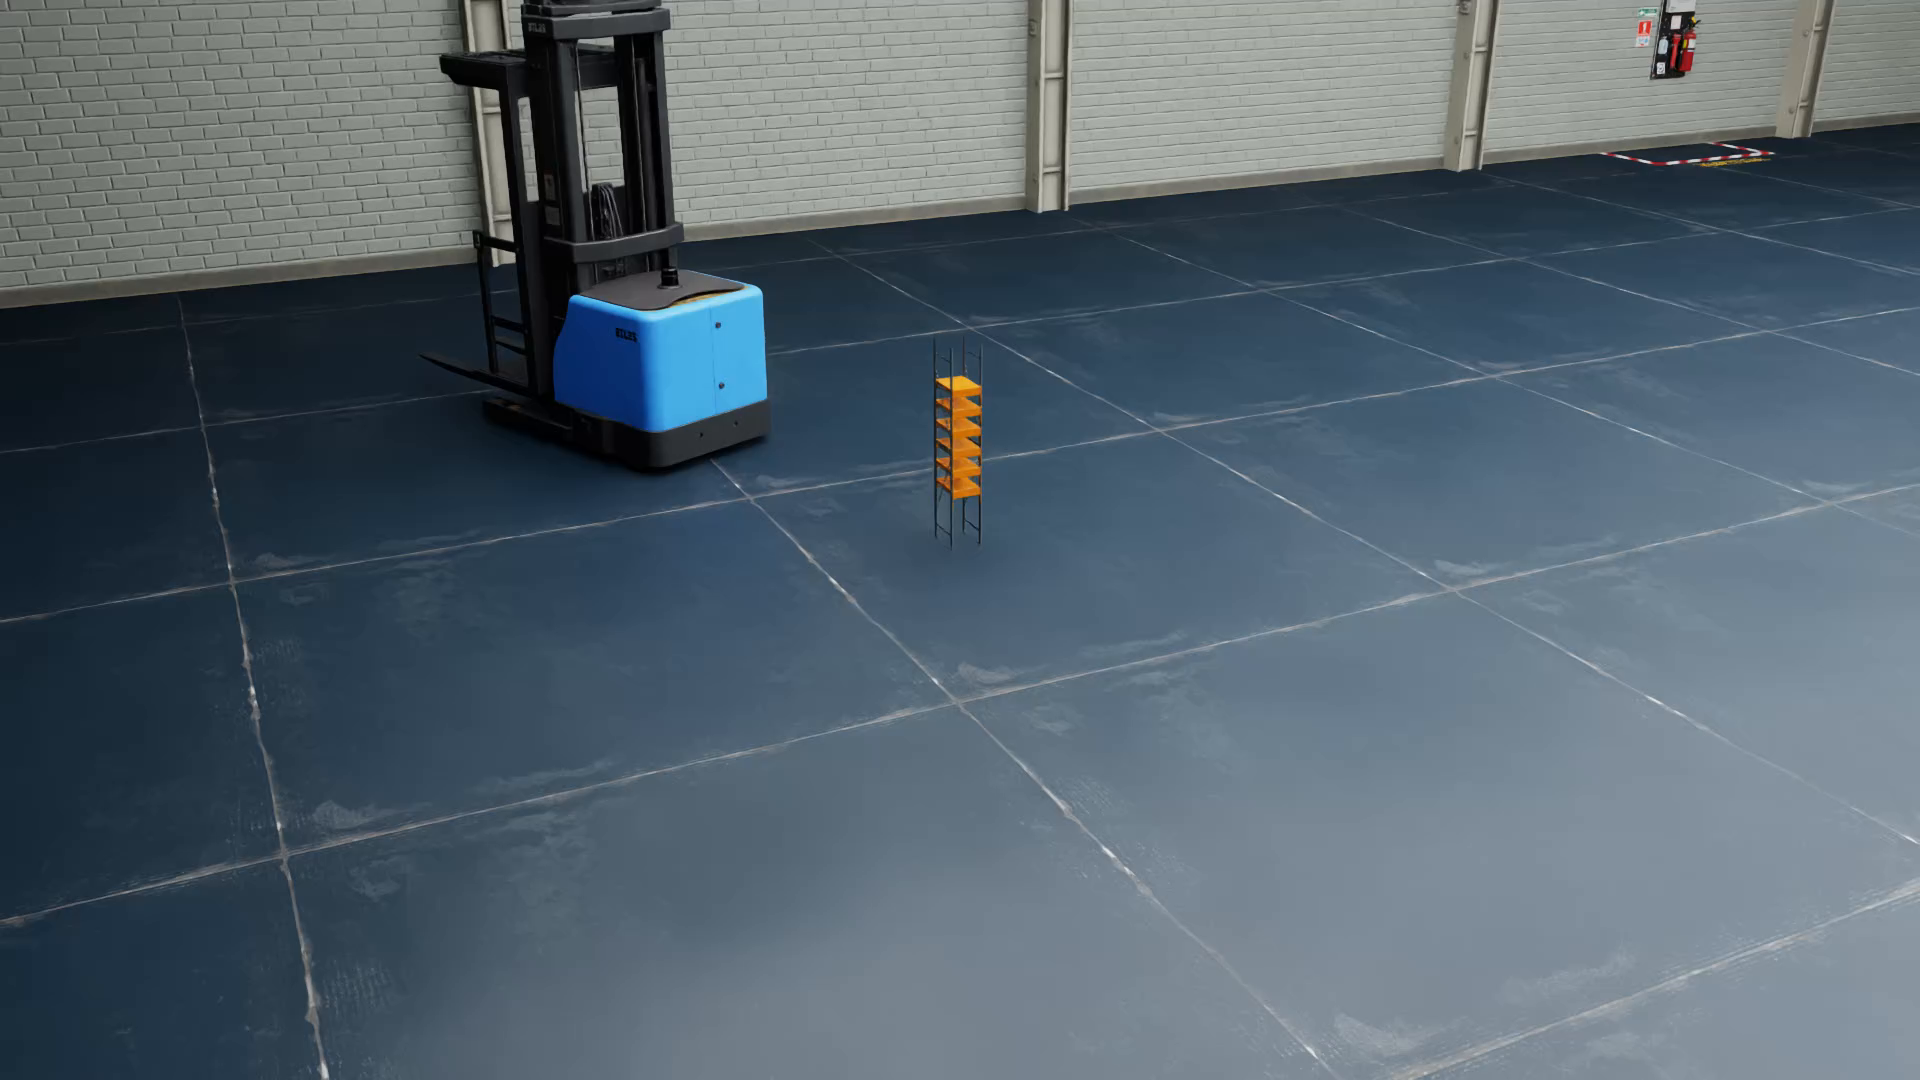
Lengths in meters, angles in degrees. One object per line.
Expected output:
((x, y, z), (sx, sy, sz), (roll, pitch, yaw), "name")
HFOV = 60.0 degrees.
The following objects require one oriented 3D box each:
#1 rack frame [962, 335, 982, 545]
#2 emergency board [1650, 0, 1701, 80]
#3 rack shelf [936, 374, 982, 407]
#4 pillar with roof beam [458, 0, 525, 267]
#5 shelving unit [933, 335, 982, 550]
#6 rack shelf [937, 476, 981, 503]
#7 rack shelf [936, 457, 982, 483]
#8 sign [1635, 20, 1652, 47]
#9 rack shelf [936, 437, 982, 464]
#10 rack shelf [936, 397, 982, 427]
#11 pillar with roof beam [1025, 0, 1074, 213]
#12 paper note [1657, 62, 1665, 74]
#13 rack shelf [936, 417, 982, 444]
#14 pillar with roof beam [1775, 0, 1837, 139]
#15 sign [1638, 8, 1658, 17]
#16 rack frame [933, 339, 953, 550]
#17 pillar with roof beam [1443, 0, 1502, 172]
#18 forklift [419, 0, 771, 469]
((0.069, -0.567, 9.551), (0.006, 1.200, 0.240), (-10, 25, -24), "rack frame")
((9.549, -6.712, 22.042), (0.643, 1.169, 0.194), (-10, 25, -24), "emergency board")
((-0.013, -0.844, 9.394), (0.180, 0.103, 0.258), (-10, 25, -24), "rack shelf")
((-2.560, -5.411, 11.056), (0.400, 9.000, 9.100), (-10, 25, -24), "pillar with roof beam")
((-0.013, -0.552, 9.515), (0.189, 1.200, 0.258), (-10, 25, -24), "shelving unit")
((-0.013, -0.289, 9.624), (0.180, 0.103, 0.258), (-10, 25, -24), "rack shelf")
((-0.013, -0.400, 9.578), (0.180, 0.103, 0.258), (-10, 25, -24), "rack shelf")
((9.006, -6.672, 21.900), (0.234, 0.329, 0.001), (-10, 25, -24), "sign")
((-0.013, -0.511, 9.532), (0.180, 0.103, 0.258), (-10, 25, -24), "rack shelf")
((-0.013, -0.733, 9.440), (0.180, 0.103, 0.258), (-10, 25, -24), "rack shelf")
((2.847, -6.406, 13.461), (0.400, 9.000, 9.100), (-10, 25, -24), "pillar with roof beam")
((9.360, -6.299, 22.197), (0.142, 0.148, 0.016), (-10, 25, -24), "paper note")
((-0.013, -0.622, 9.486), (0.180, 0.103, 0.258), (-10, 25, -24), "rack shelf")
((13.659, -8.397, 18.269), (0.400, 9.000, 9.100), (-10, 25, -24), "pillar with roof beam")
((9.014, -6.915, 21.793), (0.331, 0.109, 0.001), (-10, 25, -24), "sign")
((-0.095, -0.537, 9.478), (0.006, 1.200, 0.240), (-10, 25, -24), "rack frame")
((8.253, -7.401, 15.865), (0.400, 9.000, 9.100), (-10, 25, -24), "pillar with roof beam")
((-2.732, -2.269, 11.399), (3.031, 2.935, 1.130), (19, 29, 37), "forklift")
